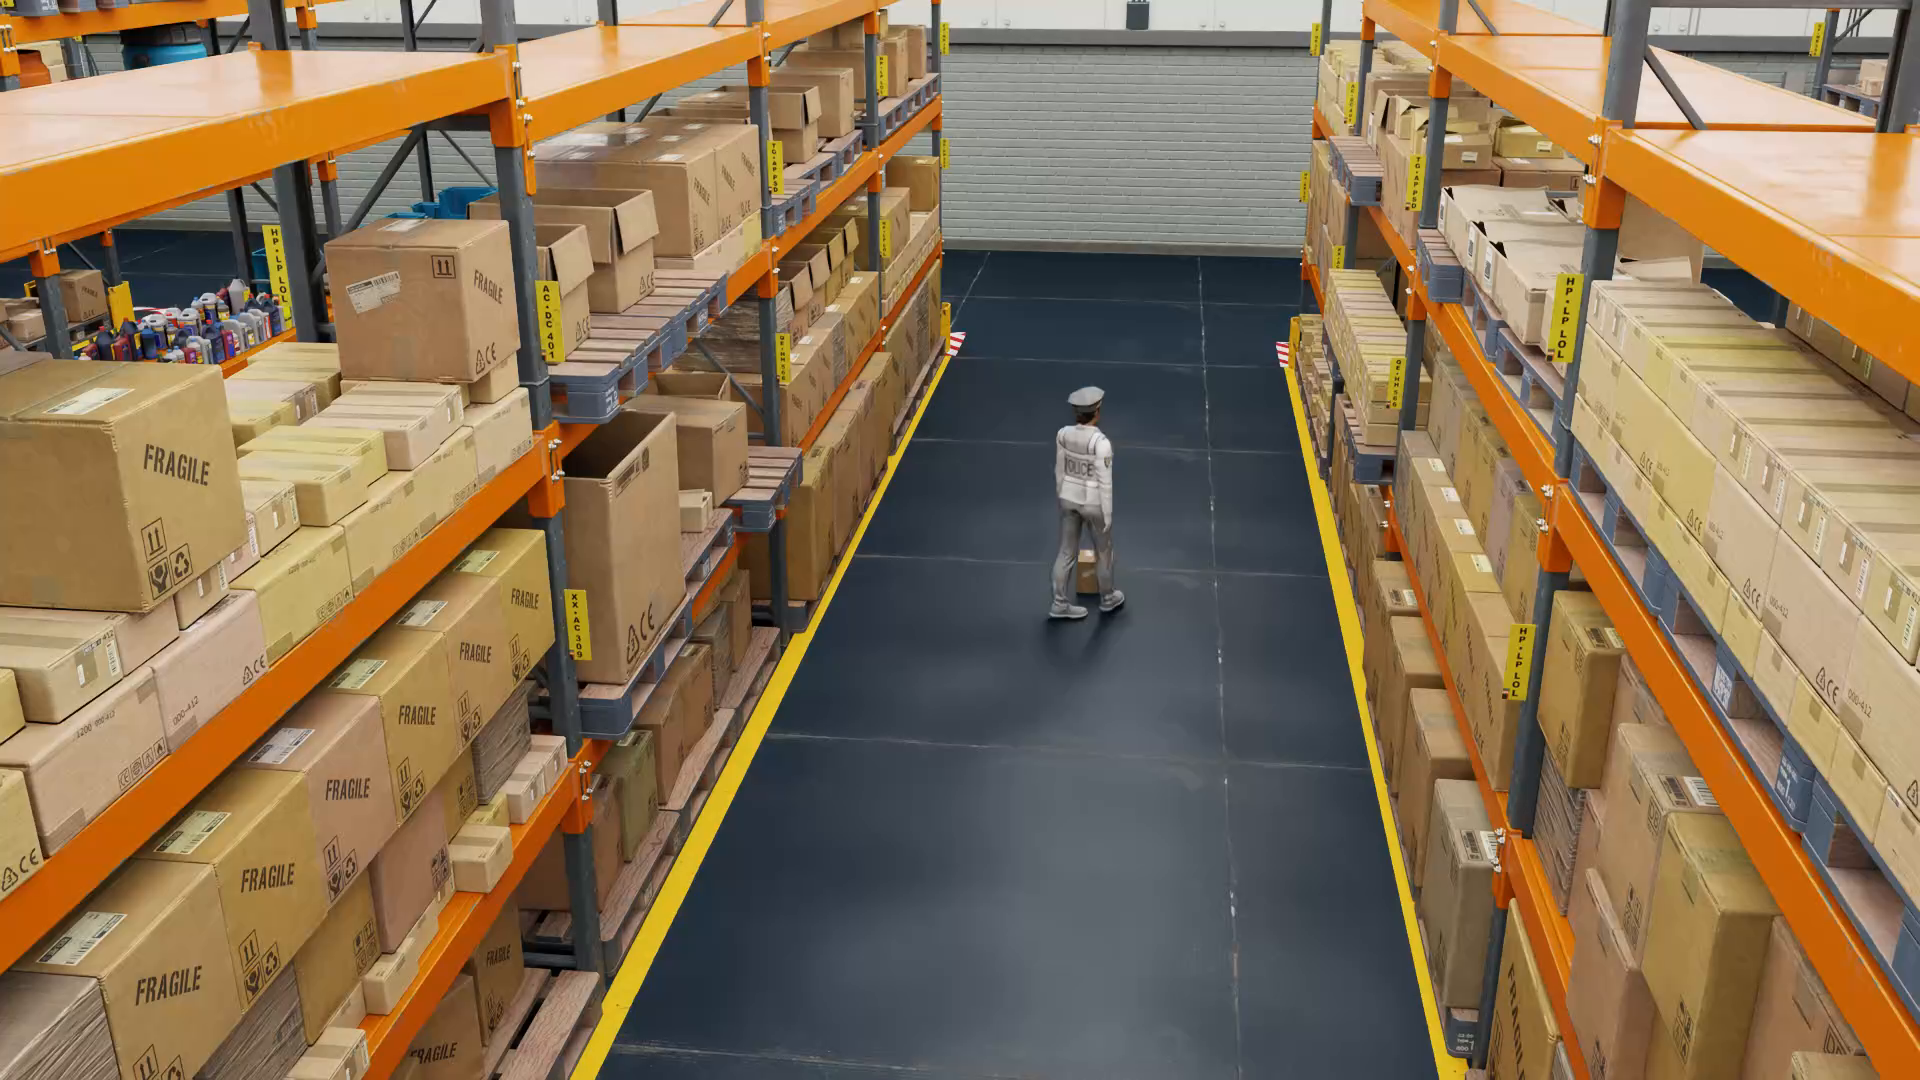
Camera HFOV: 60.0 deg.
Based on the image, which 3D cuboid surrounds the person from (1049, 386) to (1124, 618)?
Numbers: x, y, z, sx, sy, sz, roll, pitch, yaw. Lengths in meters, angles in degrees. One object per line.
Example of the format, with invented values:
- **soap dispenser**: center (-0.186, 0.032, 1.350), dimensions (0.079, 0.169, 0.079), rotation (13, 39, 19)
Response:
- **person**: center (0.920, -0.273, 11.744), dimensions (0.475, 1.670, 0.624), rotation (16, 26, 35)
